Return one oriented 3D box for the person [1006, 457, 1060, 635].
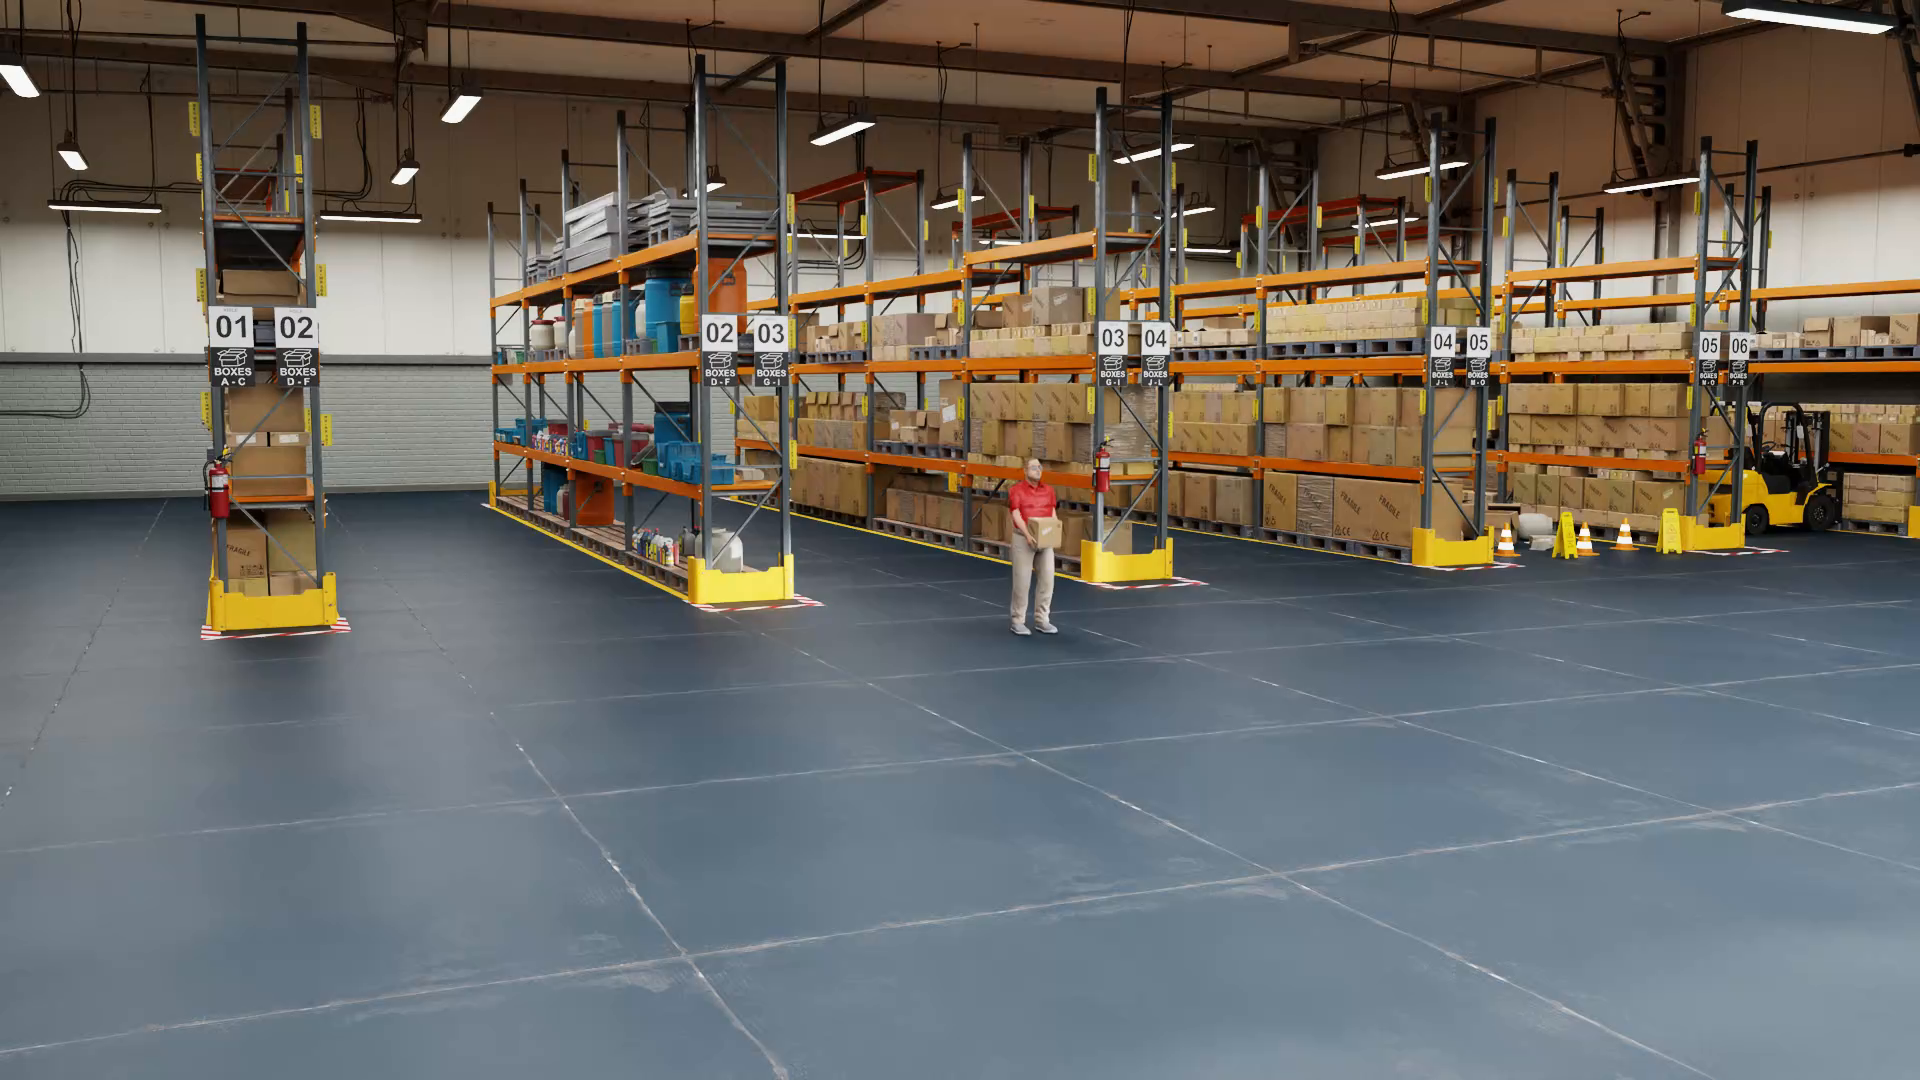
[{"bbox_3d":[0.726,0.049,16.313,0.588,1.725,0.392,-3,6,-26],"label":"person"}]
